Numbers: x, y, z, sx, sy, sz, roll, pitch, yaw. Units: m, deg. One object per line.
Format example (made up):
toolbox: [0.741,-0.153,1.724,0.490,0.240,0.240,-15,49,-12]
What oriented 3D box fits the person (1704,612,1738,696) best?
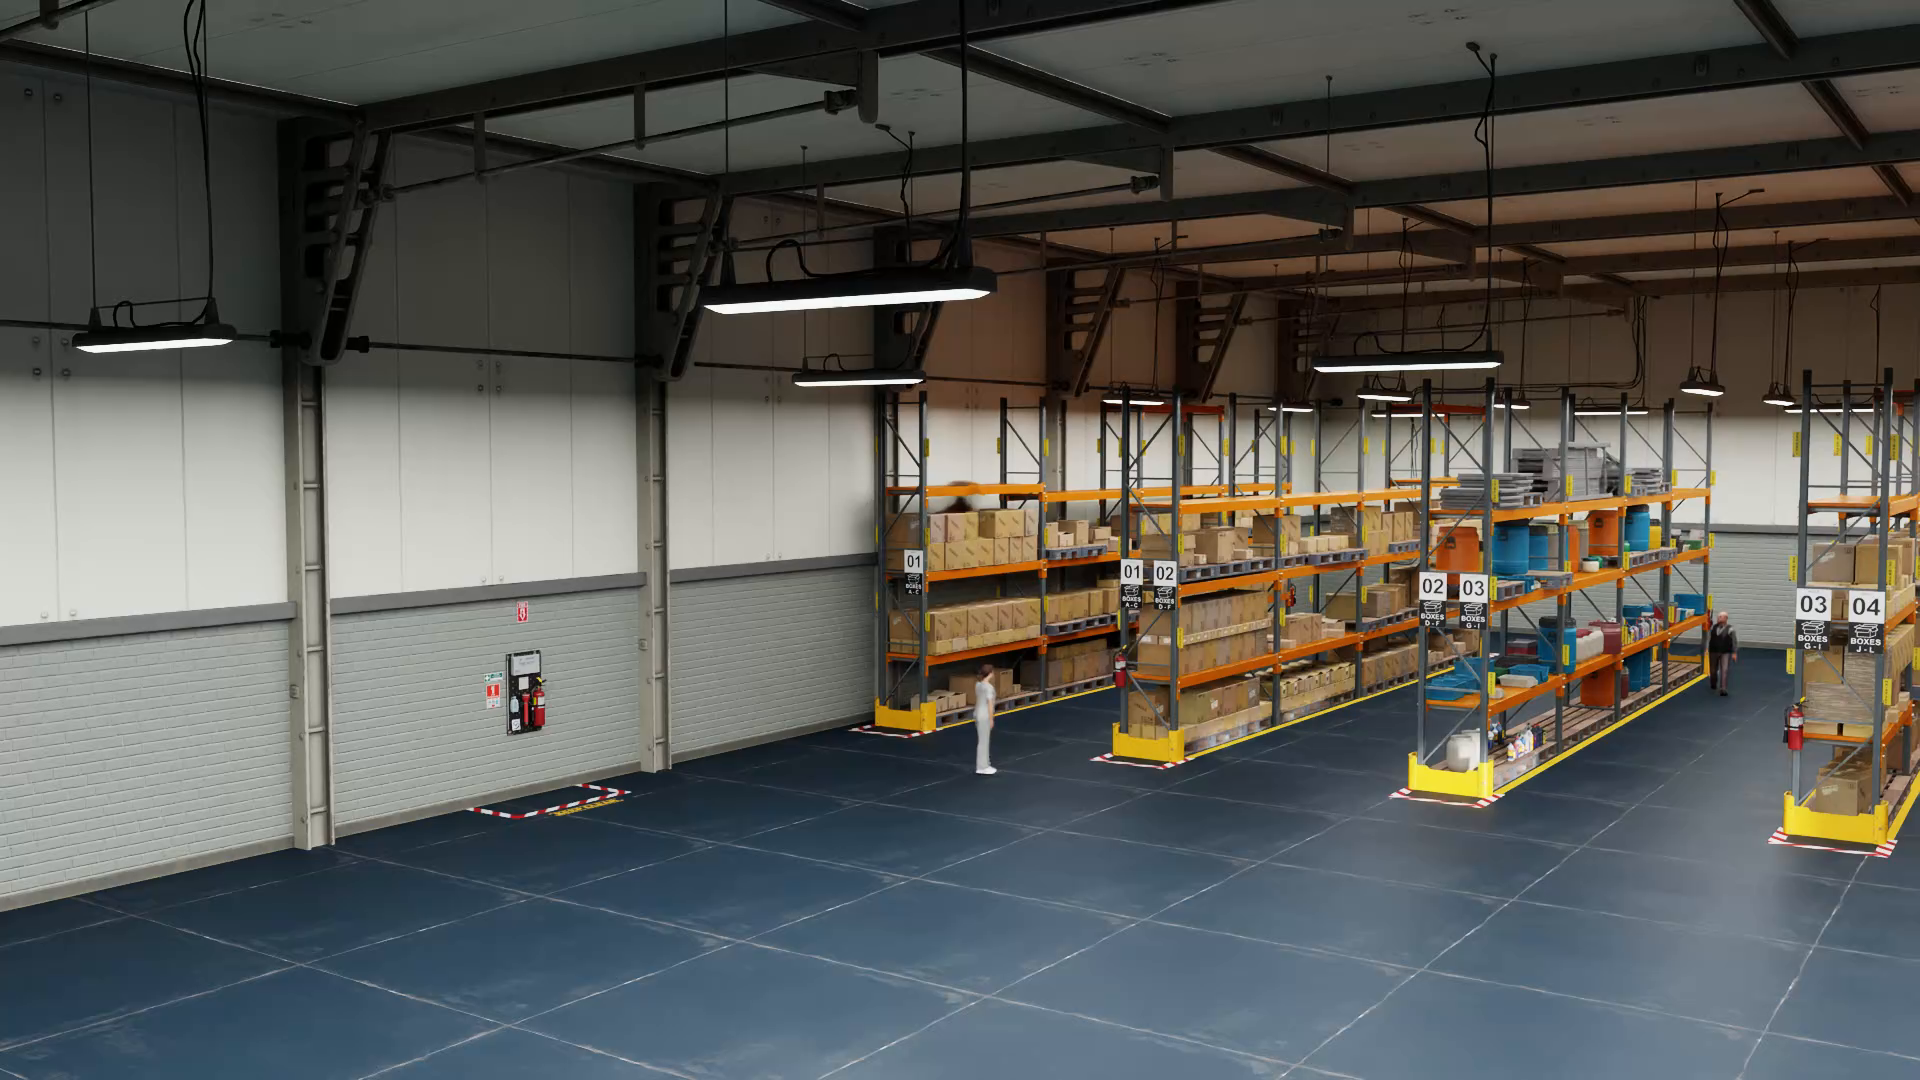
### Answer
person: [15.433,2.300,33.721,0.619,1.689,0.989,2,4,25]

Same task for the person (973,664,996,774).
person: [0.426,2.753,25.574,0.413,1.695,0.484,-1,3,-22]
